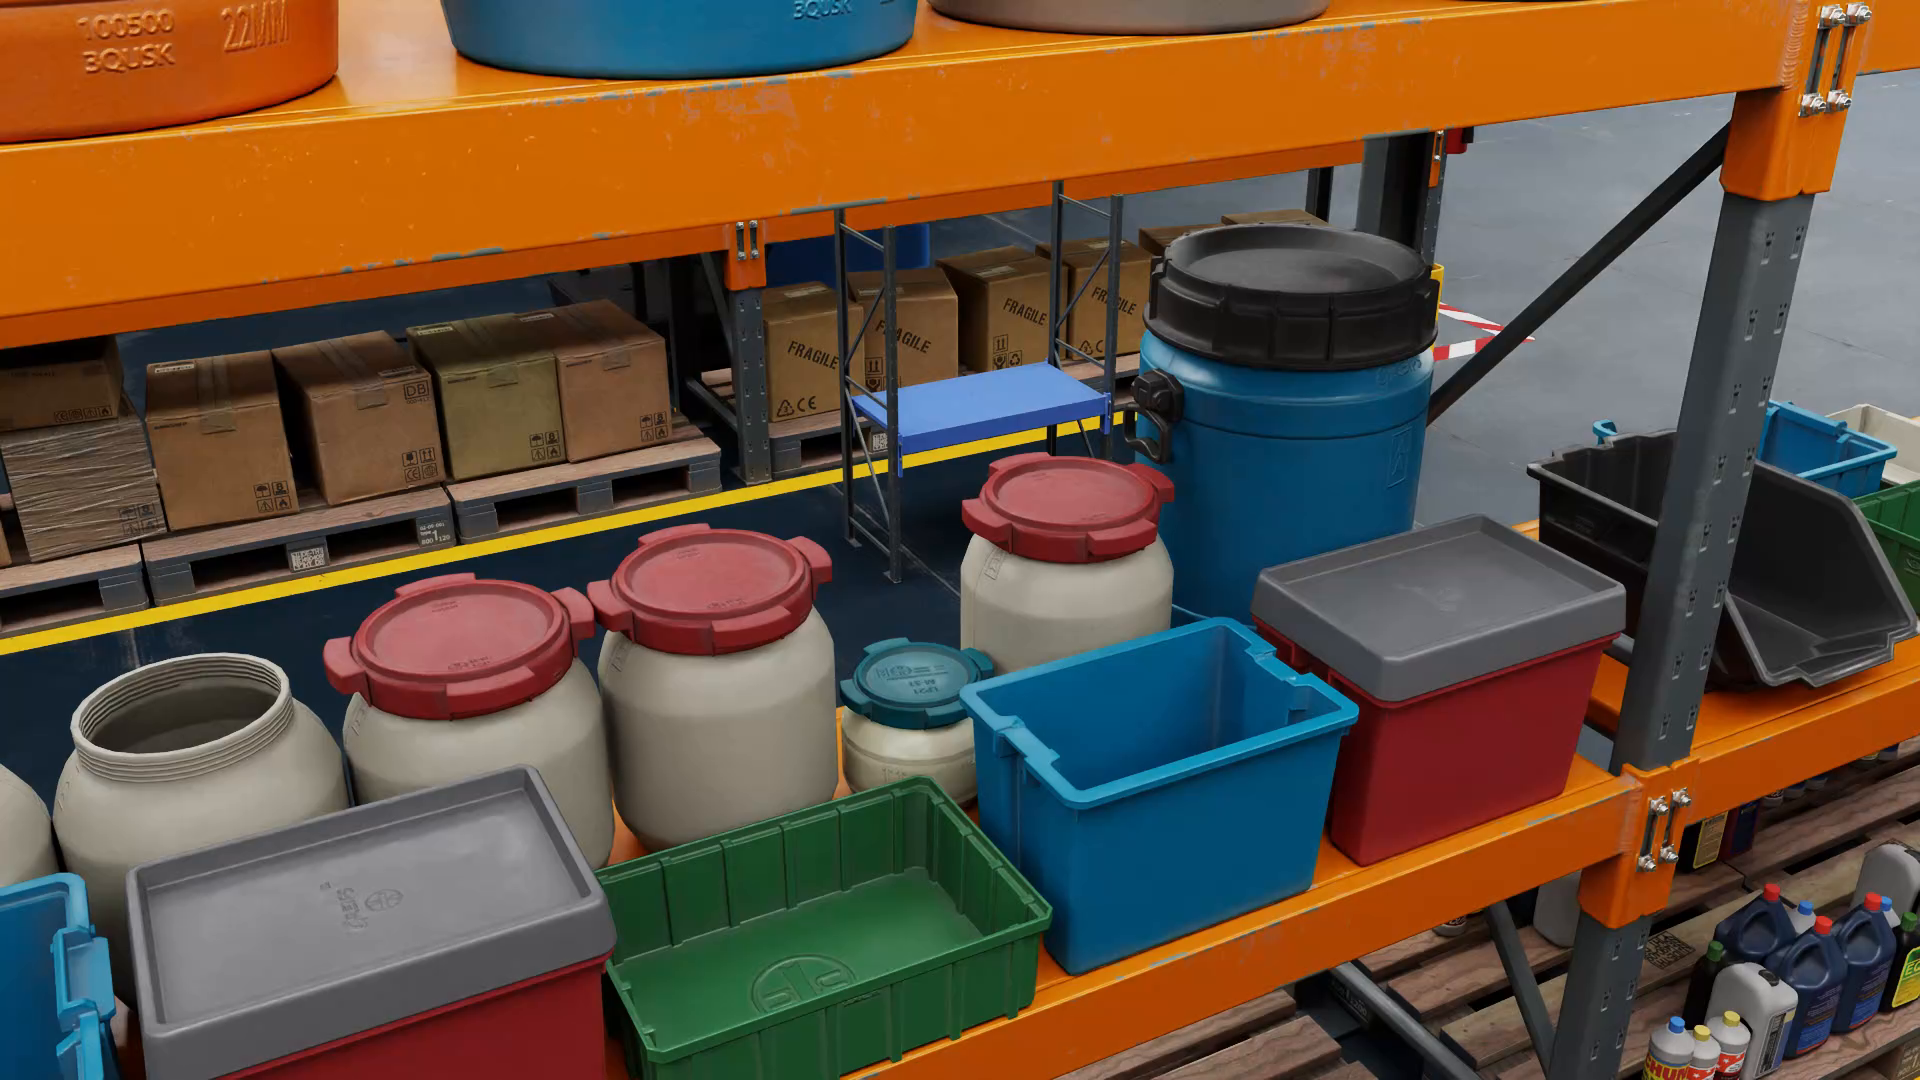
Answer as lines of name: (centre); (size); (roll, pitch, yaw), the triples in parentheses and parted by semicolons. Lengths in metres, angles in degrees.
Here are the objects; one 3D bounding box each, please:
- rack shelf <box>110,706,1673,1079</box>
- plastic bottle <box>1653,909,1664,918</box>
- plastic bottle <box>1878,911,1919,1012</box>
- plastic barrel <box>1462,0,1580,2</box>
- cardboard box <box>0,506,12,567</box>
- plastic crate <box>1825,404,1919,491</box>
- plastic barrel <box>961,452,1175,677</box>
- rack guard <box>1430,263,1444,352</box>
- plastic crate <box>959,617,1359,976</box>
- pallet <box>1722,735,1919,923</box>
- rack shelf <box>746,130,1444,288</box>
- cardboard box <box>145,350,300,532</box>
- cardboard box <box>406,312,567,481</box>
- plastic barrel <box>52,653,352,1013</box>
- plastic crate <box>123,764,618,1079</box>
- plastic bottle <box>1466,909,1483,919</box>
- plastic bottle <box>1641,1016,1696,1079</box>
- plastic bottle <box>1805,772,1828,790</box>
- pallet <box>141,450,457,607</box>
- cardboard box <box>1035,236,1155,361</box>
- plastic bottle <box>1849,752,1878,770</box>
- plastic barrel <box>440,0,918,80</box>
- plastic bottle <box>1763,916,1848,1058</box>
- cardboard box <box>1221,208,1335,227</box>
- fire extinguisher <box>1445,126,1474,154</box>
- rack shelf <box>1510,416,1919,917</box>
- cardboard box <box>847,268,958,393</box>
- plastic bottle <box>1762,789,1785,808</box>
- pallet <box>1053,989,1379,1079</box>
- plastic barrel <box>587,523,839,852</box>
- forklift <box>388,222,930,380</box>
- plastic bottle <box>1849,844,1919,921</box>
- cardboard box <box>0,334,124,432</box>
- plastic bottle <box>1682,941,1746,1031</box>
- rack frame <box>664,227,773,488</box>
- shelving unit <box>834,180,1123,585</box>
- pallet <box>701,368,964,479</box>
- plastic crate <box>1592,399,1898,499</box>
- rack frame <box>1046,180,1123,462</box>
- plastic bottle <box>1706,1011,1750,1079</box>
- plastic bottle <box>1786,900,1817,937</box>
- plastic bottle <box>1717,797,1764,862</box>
rack shelf: (-0.605, 0.824, 2.900); (4.000, 0.370, 1.077); (-13, 29, -25)
plastic bottle: (1.853, 0.893, 4.564); (0.135, 0.276, 0.152); (-13, 29, -25)
plastic bottle: (2.399, 1.056, 4.215); (0.133, 0.283, 0.061); (-12, 28, -23)
plastic barrel: (0.813, -1.300, 2.447); (0.708, 0.901, 0.600); (-13, 29, -25)
cardboard box: (-4.119, -0.200, 6.582); (0.500, 0.500, 0.700); (-15, 29, -28)
plastic crate: (2.473, -0.217, 4.540); (0.437, 0.136, 0.530); (-13, 29, -25)
plastic barrel: (0.212, 0.142, 3.332); (0.433, 0.535, 0.433); (0, 26, 0)
rack guard: (2.291, -1.472, 9.738); (0.348, 0.500, 1.175); (-13, 29, -25)
plastic crate: (0.332, 0.443, 2.881); (0.575, 0.384, 0.392); (-13, 29, -25)
pallet: (2.849, 0.978, 4.969); (1.213, 0.211, 1.003); (-13, 29, -25)
rack shelf: (0.593, -1.883, 8.537); (4.000, 0.370, 1.077); (-13, 29, -25)
cardboard box: (-3.139, -0.436, 7.073); (0.500, 0.500, 0.700); (-11, 28, -21)
cardboard box: (-2.153, -0.664, 7.548); (0.500, 0.500, 0.700); (-13, 29, -25)
plastic barrel: (-1.191, 0.479, 2.657); (0.421, 0.512, 0.421); (0, 26, 0)
plastic crate: (-0.800, 0.666, 2.324); (0.583, 0.464, 0.402); (-13, 29, -25)
plastic bottle: (1.429, 0.894, 4.552); (0.133, 0.283, 0.061); (-11, 28, -23)
plastic bottle: (1.647, 1.226, 3.875); (0.097, 0.271, 0.097); (0, 26, 0)
plastic bottle: (2.640, 0.629, 5.118); (0.097, 0.271, 0.097); (0, 26, 0)
pallet: (-2.935, -0.133, 7.284); (1.213, 0.211, 1.003); (-13, 29, -25)
cardboard box: (0.727, -1.301, 8.897); (0.500, 0.500, 0.500); (-10, 27, -20)
plastic bottle: (2.851, 0.612, 5.235); (0.097, 0.201, 0.097); (0, 26, 0)
plastic barrel: (-0.341, -1.033, 1.892); (0.708, 0.901, 0.600); (-13, 29, -25)
plastic bottle: (2.067, 1.082, 4.083); (0.185, 0.351, 0.144); (-12, 28, -24)
cardboard box: (1.799, -1.556, 9.428); (0.500, 0.500, 0.500); (-8, 27, -16)
fire extinguisher: (2.676, -2.427, 8.928); (0.183, 0.674, 0.296); (-13, 29, -25)
rack shelf: (2.924, 0.009, 4.597); (4.000, 0.370, 1.077); (-13, 29, -25)
cardboard box: (-0.298, -1.048, 8.370); (0.500, 0.500, 0.500); (-4, 26, -9)
plastic bottle: (2.464, 0.701, 5.049); (0.097, 0.201, 0.097); (0, 26, 0)
pallet: (0.485, 1.524, 3.832); (1.213, 0.211, 1.003); (-13, 29, -25)
plastic barrel: (-0.435, 0.291, 3.021); (0.433, 0.535, 0.433); (0, 26, 0)
forklift: (-1.701, -2.402, 8.866); (3.031, 2.935, 1.130); (-14, 29, -26)
plastic bottle: (2.517, 0.939, 4.467); (0.135, 0.276, 0.152); (-13, 29, -25)
cardboard box: (-3.660, -0.654, 6.660); (0.500, 0.250, 0.500); (-10, 27, -19)
plastic bottle: (1.869, 1.104, 4.115); (0.133, 0.283, 0.061); (-13, 29, -25)
rack frame: (-1.171, -1.800, 7.533); (0.127, 3.000, 1.000); (-13, 29, -25)
shelving unit: (0.075, -0.693, 6.962); (1.048, 1.500, 0.538); (-13, 29, -25)
pallet: (-0.595, -0.693, 8.449); (1.213, 0.211, 1.003); (-13, 29, -25)
plastic crate: (2.008, -0.170, 4.310); (0.616, 0.251, 0.499); (-13, 29, -25)
rack frame: (0.524, -0.797, 7.177); (0.032, 1.500, 0.500); (-13, 29, -25)
plastic bottle: (1.826, 1.216, 3.976); (0.097, 0.201, 0.097); (0, 26, 0)
plastic bottle: (2.138, 1.042, 4.258); (0.097, 0.271, 0.097); (0, 26, 0)
plastic bottle: (2.242, 0.781, 4.788); (0.133, 0.283, 0.061); (-13, 29, -25)
